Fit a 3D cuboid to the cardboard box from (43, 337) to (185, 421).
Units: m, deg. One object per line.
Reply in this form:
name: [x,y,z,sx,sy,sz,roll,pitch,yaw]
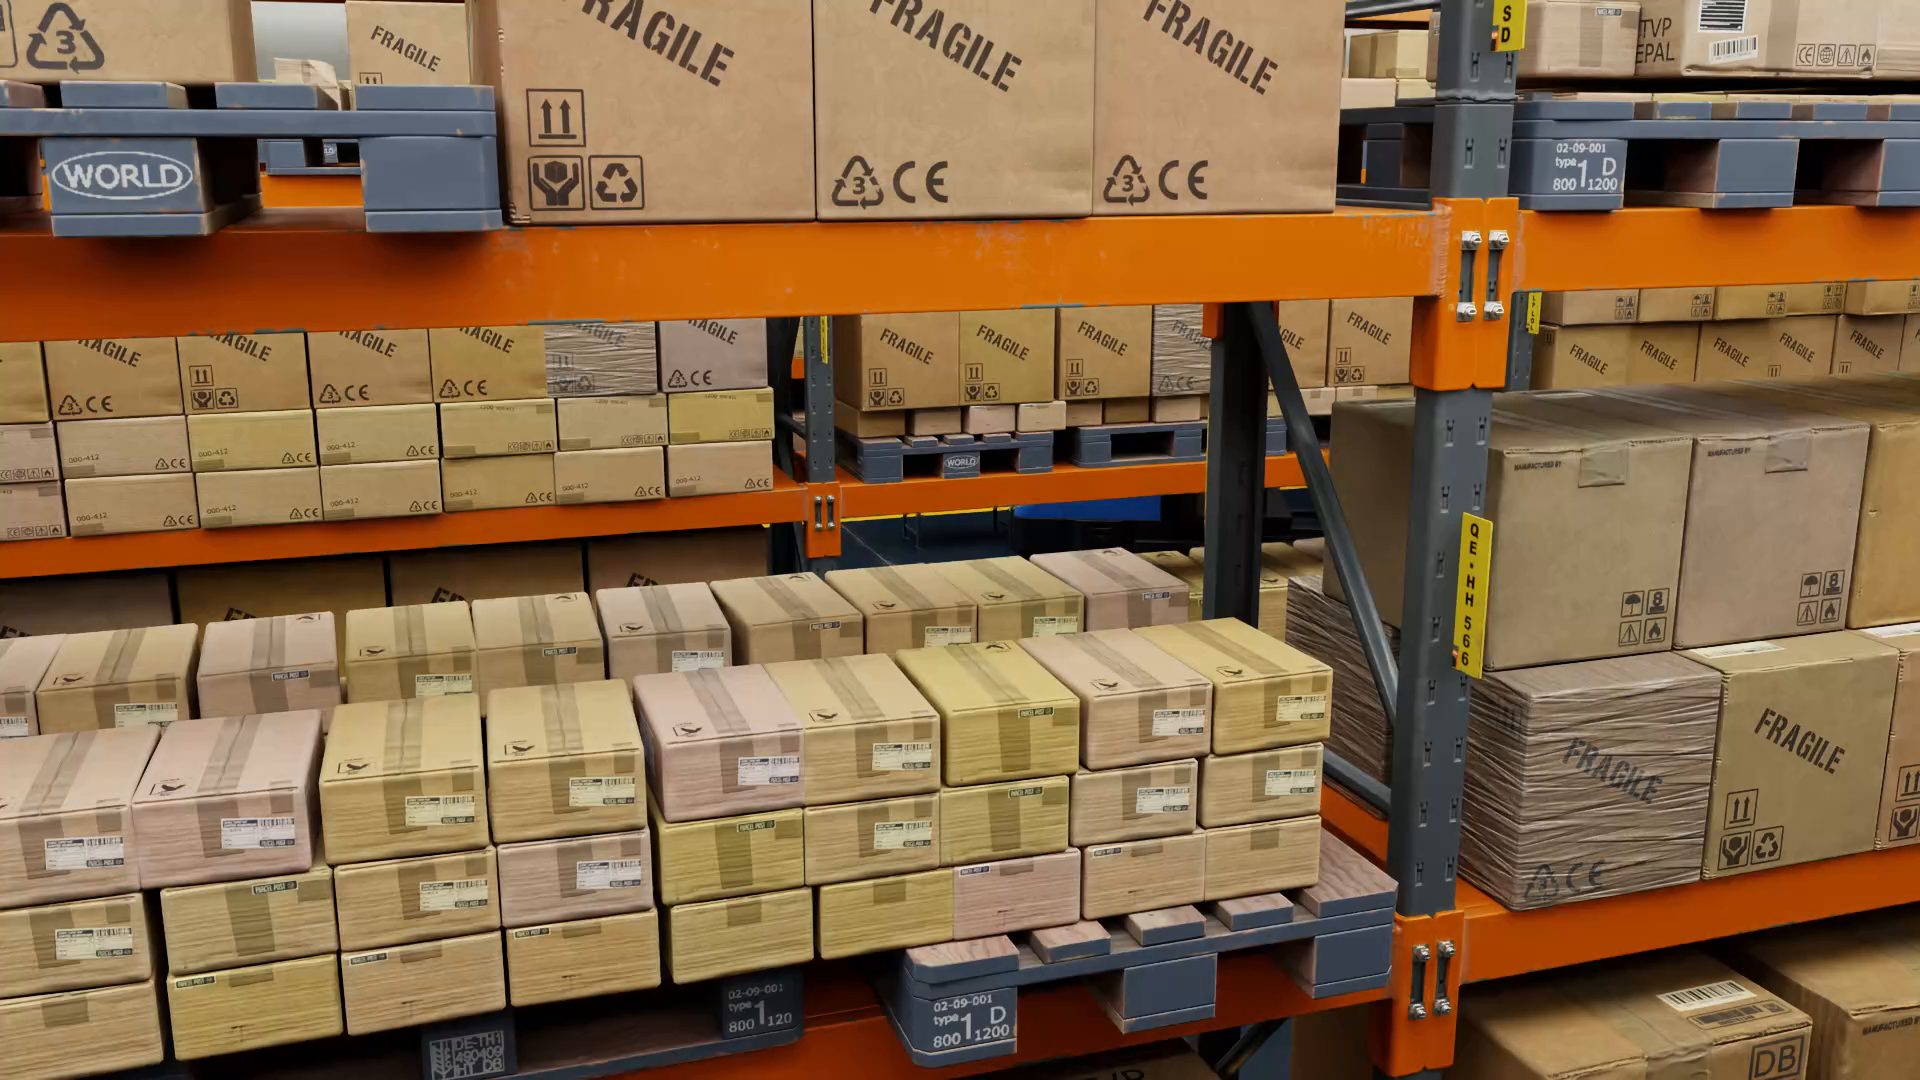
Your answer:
cardboard box: [-3.634,-0.812,7.198,0.500,0.500,0.500,-5,14,-18]

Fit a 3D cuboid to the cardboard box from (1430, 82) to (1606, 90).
cardboard box: [1.347,-1.172,3.987,0.250,0.166,0.380,-4,14,-18]

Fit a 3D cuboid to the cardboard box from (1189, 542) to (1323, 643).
cardboard box: [1.789,0.313,9.617,0.625,0.372,0.950,-4,14,-15]

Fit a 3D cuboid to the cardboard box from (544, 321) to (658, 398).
cardboard box: [-1.715,-0.959,7.816,0.500,0.500,0.500,-4,14,-17]

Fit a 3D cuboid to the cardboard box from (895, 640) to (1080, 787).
cardboard box: [0.044,0.322,3.159,0.250,0.149,0.380,-4,14,-16]

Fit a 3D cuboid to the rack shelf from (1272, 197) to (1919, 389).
rack shelf: [2.745,-0.738,4.336,4.000,0.370,1.077,-4,14,-18]

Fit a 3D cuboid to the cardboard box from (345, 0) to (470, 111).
cardboard box: [-2.403,-2.078,7.290,0.500,0.500,0.500,-4,14,-18]

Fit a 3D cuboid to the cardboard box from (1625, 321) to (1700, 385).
cardboard box: [3.940,-1.061,9.764,0.500,0.500,0.500,-5,14,-18]

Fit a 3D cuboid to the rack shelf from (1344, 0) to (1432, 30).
rack shelf: [3.275,-4.464,14.384,4.000,0.370,1.077,-4,14,-18]

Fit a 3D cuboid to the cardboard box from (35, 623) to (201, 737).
cardboard box: [-1.641,0.295,3.271,0.250,0.149,0.380,-5,14,-20]

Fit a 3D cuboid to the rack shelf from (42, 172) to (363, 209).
rack shelf: [-2.721,-1.521,7.627,4.000,0.370,1.077,-4,14,-18]

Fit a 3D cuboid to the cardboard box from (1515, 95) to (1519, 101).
cardboard box: [3.300,-2.477,9.774,0.500,0.250,0.500,-5,14,-19]

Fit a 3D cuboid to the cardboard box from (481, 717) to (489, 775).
cardboard box: [-0.893,0.379,3.559,0.250,0.149,0.380,-5,14,-19]

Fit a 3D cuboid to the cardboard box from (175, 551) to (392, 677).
cardboard box: [-3.201,0.434,8.021,0.875,0.875,0.875,-4,14,-16]

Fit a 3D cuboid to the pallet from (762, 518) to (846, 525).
pallet: [-1.619,-0.343,13.629,1.213,0.211,1.003,-4,14,-18]

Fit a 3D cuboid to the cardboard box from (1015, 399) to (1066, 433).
cardboard box: [0.362,-0.664,8.587,0.250,0.149,0.380,-4,14,-18]

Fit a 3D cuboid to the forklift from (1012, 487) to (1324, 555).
forklift: [1.927,-1.373,12.080,3.031,2.935,1.130,1,13,5]

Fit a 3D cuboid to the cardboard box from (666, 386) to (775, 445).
cardboard box: [-1.203,-0.638,8.087,0.500,0.250,0.500,-5,14,-18]

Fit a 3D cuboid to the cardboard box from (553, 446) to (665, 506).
cardboard box: [-1.701,-0.351,7.960,0.500,0.250,0.500,-4,14,-17]

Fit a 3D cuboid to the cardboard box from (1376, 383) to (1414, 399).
cardboard box: [2.311,-0.822,9.254,0.250,0.149,0.380,-5,14,-20]

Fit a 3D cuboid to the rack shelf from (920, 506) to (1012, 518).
rack shelf: [-0.017,-0.414,12.551,0.720,0.370,0.431,-4,14,-18]

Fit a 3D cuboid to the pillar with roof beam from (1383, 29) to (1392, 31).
pillar with roof beam: [5.596,-4.359,11.521,0.400,9.000,9.100,-4,14,-18]

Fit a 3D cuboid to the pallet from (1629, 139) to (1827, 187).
pallet: [2.502,-0.991,4.252,1.213,0.211,1.003,-4,14,-15]

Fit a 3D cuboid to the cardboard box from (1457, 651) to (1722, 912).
cardboard box: [1.361,0.496,3.858,0.500,0.500,0.500,-4,14,-17]

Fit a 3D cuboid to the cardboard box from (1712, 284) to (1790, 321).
cardboard box: [4.428,-1.583,9.797,0.500,0.500,0.700,-5,14,-19]

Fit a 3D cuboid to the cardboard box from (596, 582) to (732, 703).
cardboard box: [-0.645,0.216,3.601,0.250,0.149,0.380,-4,14,-15]

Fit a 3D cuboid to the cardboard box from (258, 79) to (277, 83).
cardboard box: [-4.837,-3.114,11.547,0.250,0.149,0.380,-4,14,-17]

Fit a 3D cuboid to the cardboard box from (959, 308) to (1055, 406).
cardboard box: [0.167,-0.979,8.512,0.500,0.500,0.500,-4,14,-15]

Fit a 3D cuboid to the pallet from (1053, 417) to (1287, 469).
pallet: [1.038,-0.621,9.186,1.213,0.211,1.003,-4,14,-18]

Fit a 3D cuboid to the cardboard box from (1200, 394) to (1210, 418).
cardboard box: [1.312,-0.769,9.029,0.250,0.149,0.380,-5,14,-20]

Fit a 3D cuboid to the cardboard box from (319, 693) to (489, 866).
cardboard box: [-0.942,0.398,2.837,0.250,0.149,0.380,-4,14,-16]

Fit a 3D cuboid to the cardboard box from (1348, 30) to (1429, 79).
cardboard box: [2.457,-2.618,9.019,0.500,0.250,0.500,-4,14,-17]

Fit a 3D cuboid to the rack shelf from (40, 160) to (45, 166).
rack shelf: [-8.099,-2.314,10.962,4.000,0.370,1.077,-4,14,-18]

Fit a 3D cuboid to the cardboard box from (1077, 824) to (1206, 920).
cardboard box: [0.292,0.592,3.307,0.250,0.149,0.380,-4,14,-18]

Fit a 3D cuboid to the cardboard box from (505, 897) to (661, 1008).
cardboard box: [-0.689,0.668,2.989,0.250,0.149,0.380,-4,14,-16]

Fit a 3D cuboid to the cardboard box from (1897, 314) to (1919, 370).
cardboard box: [5.854,-1.207,10.374,0.500,0.500,0.500,-4,14,-18]

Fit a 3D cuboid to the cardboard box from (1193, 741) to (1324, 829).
cardboard box: [0.526,0.429,3.352,0.250,0.149,0.380,-4,14,-17]

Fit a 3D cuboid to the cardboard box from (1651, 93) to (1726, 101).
cardboard box: [3.956,-2.398,9.441,0.500,0.250,0.500,-5,14,-19]

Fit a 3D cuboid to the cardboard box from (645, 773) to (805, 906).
cardboard box: [-0.449,0.505,3.031,0.250,0.149,0.380,-5,14,-18]

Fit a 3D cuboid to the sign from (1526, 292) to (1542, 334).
sign: [3.146,-1.296,9.108,0.005,0.325,0.100,-4,14,-18]

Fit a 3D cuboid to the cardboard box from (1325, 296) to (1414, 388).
cardboard box: [2.132,-1.131,9.148,0.500,0.500,0.500,-4,14,-18]

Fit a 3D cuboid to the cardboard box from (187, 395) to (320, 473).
cardboard box: [-3.137,-0.481,7.426,0.500,0.250,0.500,-4,14,-17]

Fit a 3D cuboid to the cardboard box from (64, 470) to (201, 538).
cardboard box: [-3.625,-0.204,7.343,0.500,0.250,0.500,-5,14,-19]

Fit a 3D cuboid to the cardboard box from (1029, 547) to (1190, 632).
cardboard box: [0.345,0.139,3.924,0.250,0.149,0.380,-4,14,-18]

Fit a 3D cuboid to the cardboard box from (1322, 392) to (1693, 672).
cardboard box: [1.278,-0.047,3.982,0.500,0.500,0.700,-5,14,-18]

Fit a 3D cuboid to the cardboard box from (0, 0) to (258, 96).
cardboard box: [-1.436,-0.985,2.688,0.637,0.503,0.797,-5,14,-19]

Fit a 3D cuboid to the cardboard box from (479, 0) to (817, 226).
cardboard box: [-0.556,-0.815,2.890,0.500,0.500,0.500,-4,14,-18]

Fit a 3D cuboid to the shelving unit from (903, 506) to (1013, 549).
shelving unit: [-0.017,-0.731,12.475,0.755,1.500,0.431,-4,14,-18]

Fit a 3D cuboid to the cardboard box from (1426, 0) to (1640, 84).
cardboard box: [1.217,-1.061,3.557,0.250,0.149,0.380,-5,14,-20]

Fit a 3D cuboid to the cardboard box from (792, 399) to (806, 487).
cardboard box: [-1.200,-0.790,13.704,0.625,0.625,0.875,-4,14,-16]

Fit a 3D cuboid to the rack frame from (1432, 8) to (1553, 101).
rack frame: [2.966,-3.773,9.059,0.127,3.000,1.000,-4,14,-18]

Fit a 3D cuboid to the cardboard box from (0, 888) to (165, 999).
cardboard box: [-1.431,0.581,2.712,0.250,0.149,0.380,-4,14,-16]
